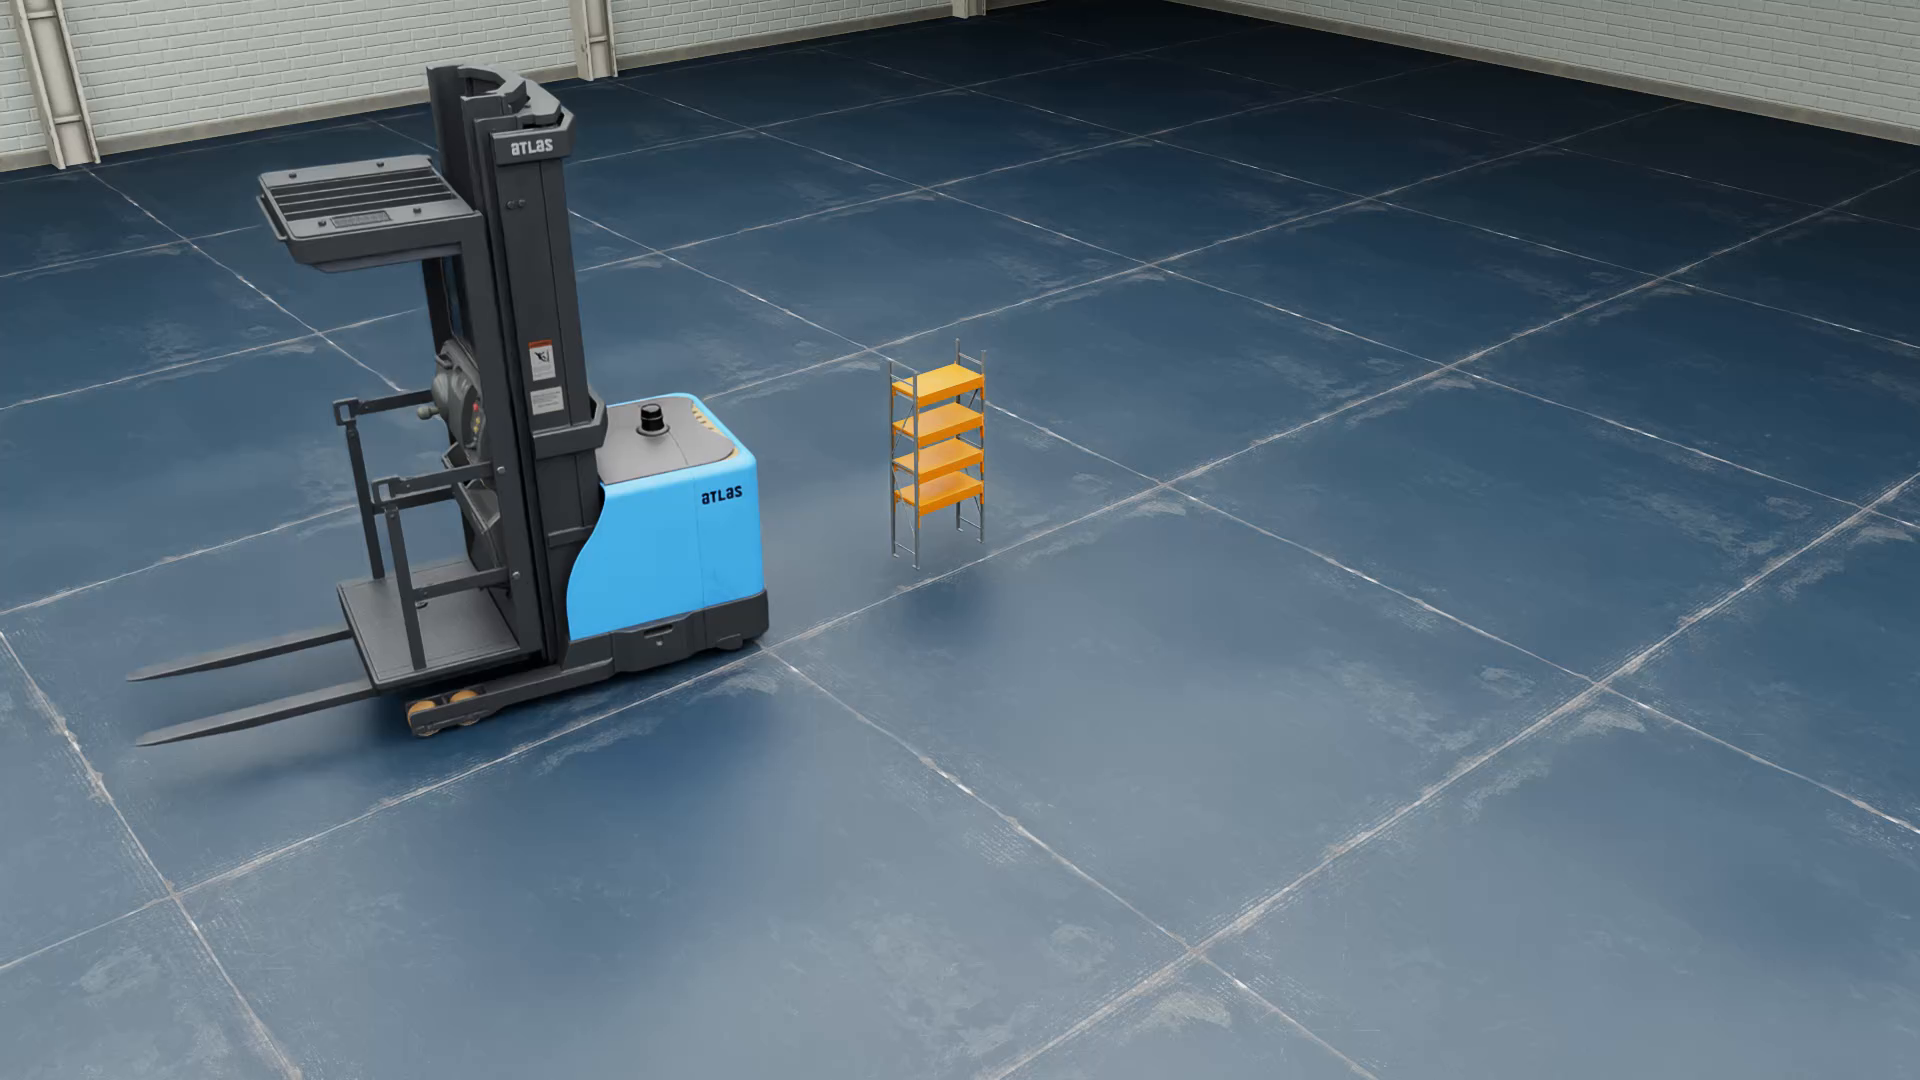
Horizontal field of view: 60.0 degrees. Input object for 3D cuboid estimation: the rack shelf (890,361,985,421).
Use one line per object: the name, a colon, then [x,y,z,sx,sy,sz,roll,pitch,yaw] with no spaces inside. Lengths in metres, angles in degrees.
rack shelf: [-0.126,-0.825,9.187,0.480,0.148,0.258,-22,35,-35]

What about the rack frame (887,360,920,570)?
rack frame: [-0.312,-0.404,9.233,0.015,1.200,0.240,-22,35,-35]

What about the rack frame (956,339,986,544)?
rack frame: [0.060,-0.553,9.512,0.015,1.200,0.240,-22,35,-35]

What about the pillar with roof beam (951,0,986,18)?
pillar with roof beam: [2.918,-9.941,18.804,0.400,9.000,9.100,-22,35,-35]

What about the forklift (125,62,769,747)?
forklift: [-2.550,-0.636,7.830,3.031,2.935,1.130,-14,31,-24]

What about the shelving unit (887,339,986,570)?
shelving unit: [-0.126,-0.479,9.372,0.503,1.200,0.258,-22,35,-35]

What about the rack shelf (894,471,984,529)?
rack shelf: [-0.126,-0.244,9.498,0.480,0.148,0.258,-22,35,-35]

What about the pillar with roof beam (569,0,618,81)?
pillar with roof beam: [-1.647,-8.106,15.370,0.400,9.000,9.100,-22,35,-35]

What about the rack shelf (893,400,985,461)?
rack shelf: [-0.126,-0.616,9.299,0.480,0.148,0.258,-22,35,-35]

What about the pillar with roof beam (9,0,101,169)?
pillar with roof beam: [-6.211,-6.270,11.935,0.400,9.000,9.100,-22,35,-35]

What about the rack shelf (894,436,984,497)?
rack shelf: [-0.126,-0.419,9.404,0.480,0.148,0.258,-22,35,-35]
